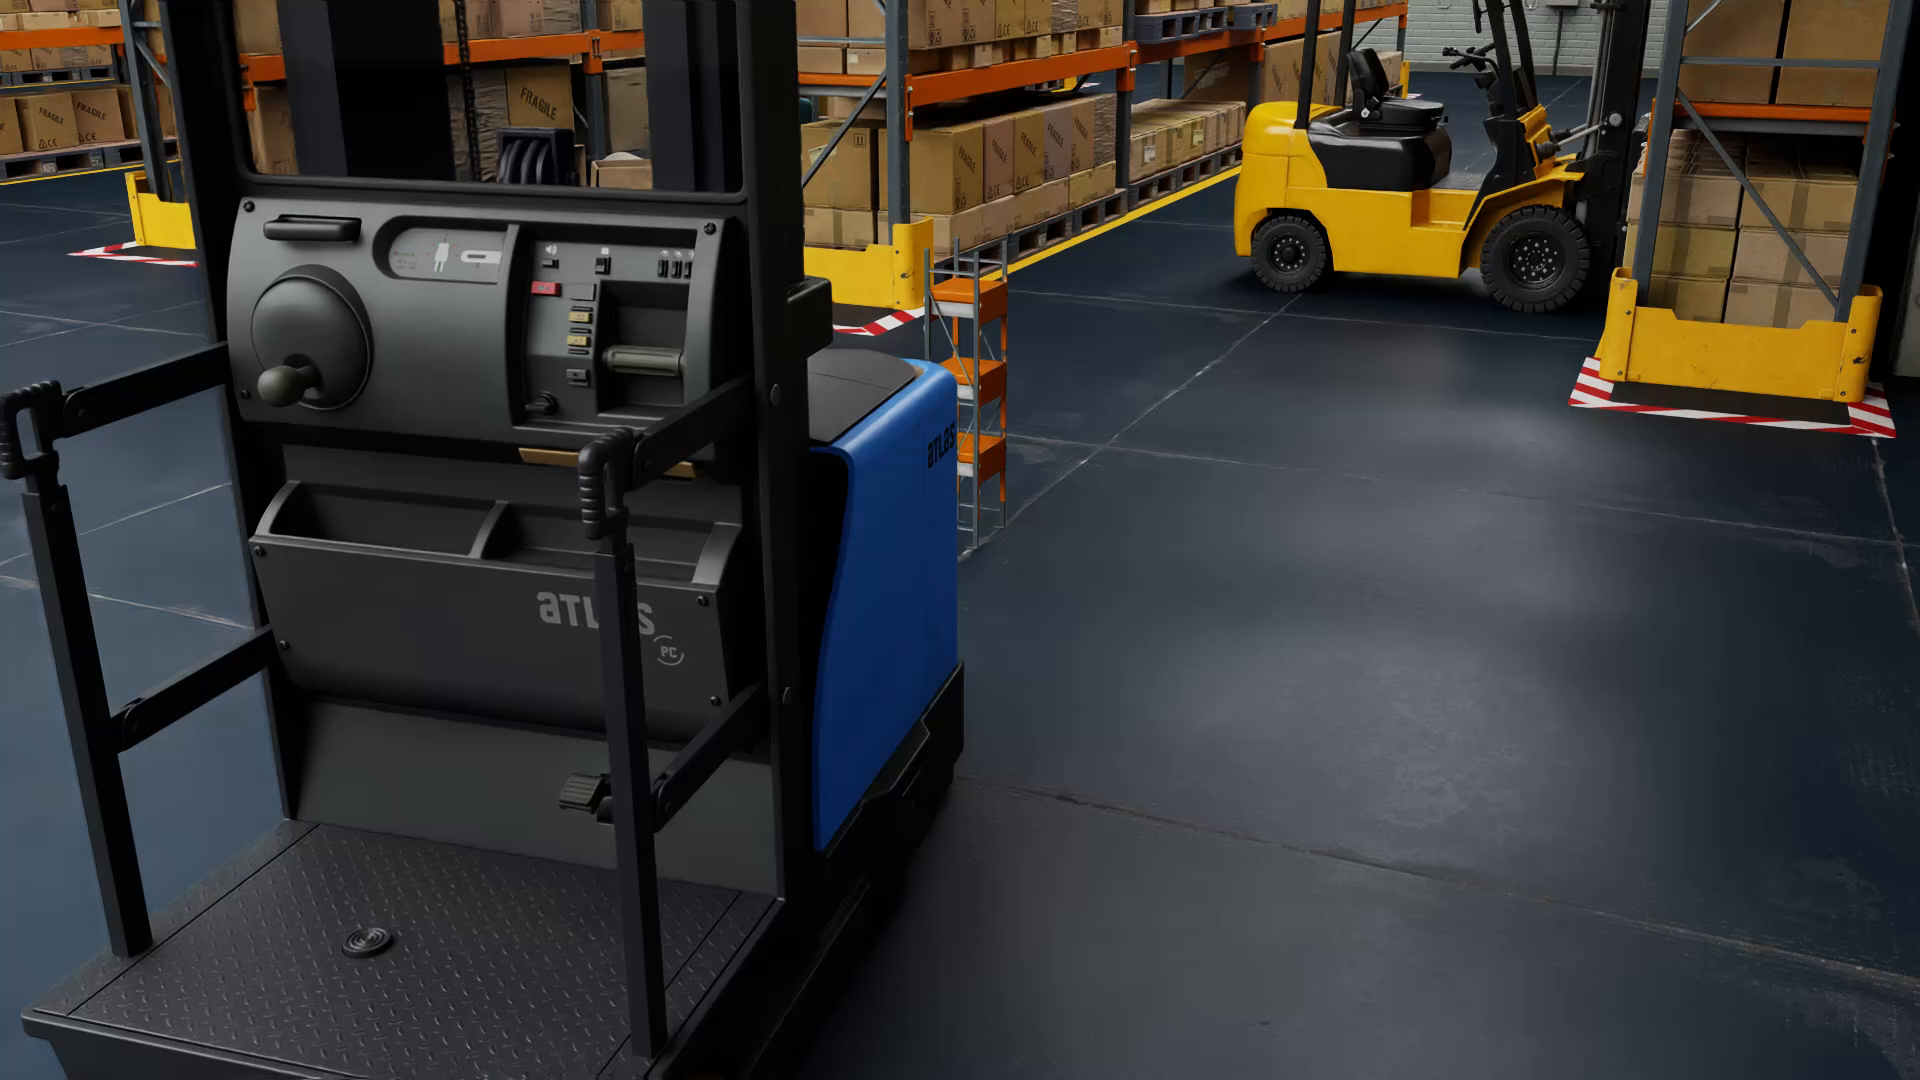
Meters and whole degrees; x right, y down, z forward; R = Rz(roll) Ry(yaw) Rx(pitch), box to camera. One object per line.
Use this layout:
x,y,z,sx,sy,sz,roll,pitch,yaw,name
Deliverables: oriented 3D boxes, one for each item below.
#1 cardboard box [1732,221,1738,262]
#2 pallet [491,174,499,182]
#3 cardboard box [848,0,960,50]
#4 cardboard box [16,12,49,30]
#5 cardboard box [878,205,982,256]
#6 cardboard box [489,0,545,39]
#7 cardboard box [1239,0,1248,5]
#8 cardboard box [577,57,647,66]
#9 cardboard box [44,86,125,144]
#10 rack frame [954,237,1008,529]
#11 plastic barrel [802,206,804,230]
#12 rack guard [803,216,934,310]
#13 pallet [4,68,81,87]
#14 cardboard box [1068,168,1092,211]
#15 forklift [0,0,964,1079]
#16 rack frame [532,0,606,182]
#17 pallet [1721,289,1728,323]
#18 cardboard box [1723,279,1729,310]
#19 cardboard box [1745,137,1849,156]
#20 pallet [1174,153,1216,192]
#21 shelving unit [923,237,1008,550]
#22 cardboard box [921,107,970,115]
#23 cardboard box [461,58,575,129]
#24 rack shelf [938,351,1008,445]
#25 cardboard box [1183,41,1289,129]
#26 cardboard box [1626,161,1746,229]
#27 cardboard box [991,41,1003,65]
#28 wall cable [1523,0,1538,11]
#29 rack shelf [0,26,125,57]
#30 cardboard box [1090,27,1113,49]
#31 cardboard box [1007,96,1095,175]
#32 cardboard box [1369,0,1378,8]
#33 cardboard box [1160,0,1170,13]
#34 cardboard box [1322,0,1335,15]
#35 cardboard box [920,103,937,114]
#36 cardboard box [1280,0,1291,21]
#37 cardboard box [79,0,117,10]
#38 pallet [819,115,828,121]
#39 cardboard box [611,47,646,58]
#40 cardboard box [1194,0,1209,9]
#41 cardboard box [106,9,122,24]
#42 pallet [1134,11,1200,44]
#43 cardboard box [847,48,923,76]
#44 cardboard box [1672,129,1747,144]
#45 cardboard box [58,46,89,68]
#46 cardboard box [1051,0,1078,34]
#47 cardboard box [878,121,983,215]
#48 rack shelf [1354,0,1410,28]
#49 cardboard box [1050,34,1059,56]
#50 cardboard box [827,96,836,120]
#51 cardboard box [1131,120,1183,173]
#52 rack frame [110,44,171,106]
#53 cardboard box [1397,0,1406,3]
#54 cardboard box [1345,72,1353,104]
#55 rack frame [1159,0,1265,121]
3.889,-1.668,8.914,0.500,0.250,0.500,8,21,22,cardboard box
-4.073,-3.202,14.658,1.003,0.211,1.213,9,21,23,pallet
-0.324,-3.161,9.787,0.500,0.500,0.500,8,21,22,cardboard box
-8.621,-4.768,15.275,0.380,0.149,0.250,9,21,23,cardboard box
-0.188,-1.978,10.530,0.500,0.250,0.500,8,21,22,cardboard box
-4.035,-4.523,13.986,0.875,0.550,0.550,9,21,23,cardboard box
2.480,-5.084,15.537,0.380,0.149,0.250,8,21,22,cardboard box
-3.119,-4.372,16.517,1.050,0.750,0.750,9,21,23,cardboard box
-8.602,-4.176,16.340,0.500,0.500,0.500,17,26,40,cardboard box
0.072,-0.548,5.944,0.200,1.050,0.008,9,21,23,rack frame
-1.306,-2.492,12.344,0.421,0.421,0.512,-9,22,-24,plastic barrel
-0.740,-1.712,10.037,1.175,0.500,0.348,9,21,23,rack guard
-14.731,-7.313,26.218,1.003,0.211,1.213,9,21,23,pallet
0.662,-2.610,12.308,0.500,0.250,0.500,8,21,21,cardboard box
-0.892,-0.370,2.634,1.130,2.935,3.031,6,20,15,forklift
-3.690,-4.738,14.814,1.000,3.000,0.127,9,21,23,rack frame
4.034,-1.113,8.782,1.003,0.211,1.213,9,21,23,pallet
3.876,-1.427,8.981,0.500,0.250,0.500,9,21,23,cardboard box
4.761,-2.142,9.498,0.500,0.250,0.500,8,21,22,cardboard box
1.683,-3.388,15.181,1.003,0.211,1.213,9,21,23,pallet
0.022,-0.511,5.839,0.215,1.050,0.252,9,21,23,shelving unit
-0.257,-2.716,11.488,0.500,0.500,0.500,8,21,21,cardboard box
-4.011,-3.752,14.586,0.875,0.875,0.875,9,21,24,cardboard box
0.022,-0.501,5.842,0.215,0.259,0.240,9,21,23,rack shelf
2.864,-4.709,17.277,0.875,0.875,0.875,8,21,22,cardboard box
3.663,-1.744,8.380,0.500,0.250,0.500,9,22,25,cardboard box
0.052,-3.128,10.662,0.380,0.149,0.250,9,22,24,cardboard box
9.368,-9.772,27.455,0.588,1.984,0.122,9,21,23,wall cable
-8.993,-4.499,15.216,1.077,0.370,4.000,9,21,23,rack shelf
0.918,-3.754,12.422,0.380,0.149,0.250,9,22,24,cardboard box
0.663,-2.972,12.206,0.500,0.500,0.500,9,21,24,cardboard box
4.994,-6.994,21.009,0.500,0.500,0.500,9,21,23,cardboard box
1.492,-4.370,13.527,0.380,0.149,0.250,9,21,24,cardboard box
3.980,-6.137,18.973,0.500,0.250,0.500,8,21,22,cardboard box
-0.376,-2.987,11.280,0.380,0.149,0.250,10,22,25,cardboard box
3.129,-5.516,17.226,0.500,0.250,0.500,8,21,21,cardboard box
-8.651,-5.359,15.969,0.875,0.500,0.500,9,21,23,cardboard box
-1.731,-4.885,19.391,1.003,0.211,1.213,9,21,23,pallet
-5.142,-6.893,23.419,1.225,0.875,0.875,9,21,23,cardboard box
1.941,-4.689,14.426,0.380,0.149,0.250,9,22,25,cardboard box
-8.262,-5.082,16.156,0.380,0.149,0.250,9,21,23,cardboard box
1.313,-4.213,13.624,1.003,0.211,1.213,9,21,23,pallet
-0.443,-2.824,9.807,0.380,0.149,0.250,9,21,23,cardboard box
4.501,-2.370,10.140,0.500,0.250,0.500,9,22,25,cardboard box
-14.290,-7.791,26.475,0.500,0.500,0.500,9,21,23,cardboard box
0.499,-3.789,11.554,0.500,0.500,0.500,9,22,24,cardboard box
-0.179,-2.338,10.425,0.500,0.500,0.500,8,21,21,cardboard box
4.962,-6.807,21.708,1.077,0.370,4.000,9,21,23,rack shelf
0.469,-3.446,11.557,0.380,0.149,0.250,8,21,22,cardboard box
-0.769,-3.504,13.944,0.500,0.500,0.500,9,21,23,cardboard box
1.371,-3.430,14.432,0.950,0.372,0.625,10,22,26,cardboard box
-11.054,-7.352,22.164,1.000,3.000,0.127,9,21,23,rack frame
5.825,-7.621,22.773,0.500,0.500,0.500,9,21,23,cardboard box
4.498,-5.703,20.725,0.875,0.438,0.875,8,21,22,cardboard box
2.505,-5.312,16.430,1.000,3.000,0.127,9,21,23,rack frame
